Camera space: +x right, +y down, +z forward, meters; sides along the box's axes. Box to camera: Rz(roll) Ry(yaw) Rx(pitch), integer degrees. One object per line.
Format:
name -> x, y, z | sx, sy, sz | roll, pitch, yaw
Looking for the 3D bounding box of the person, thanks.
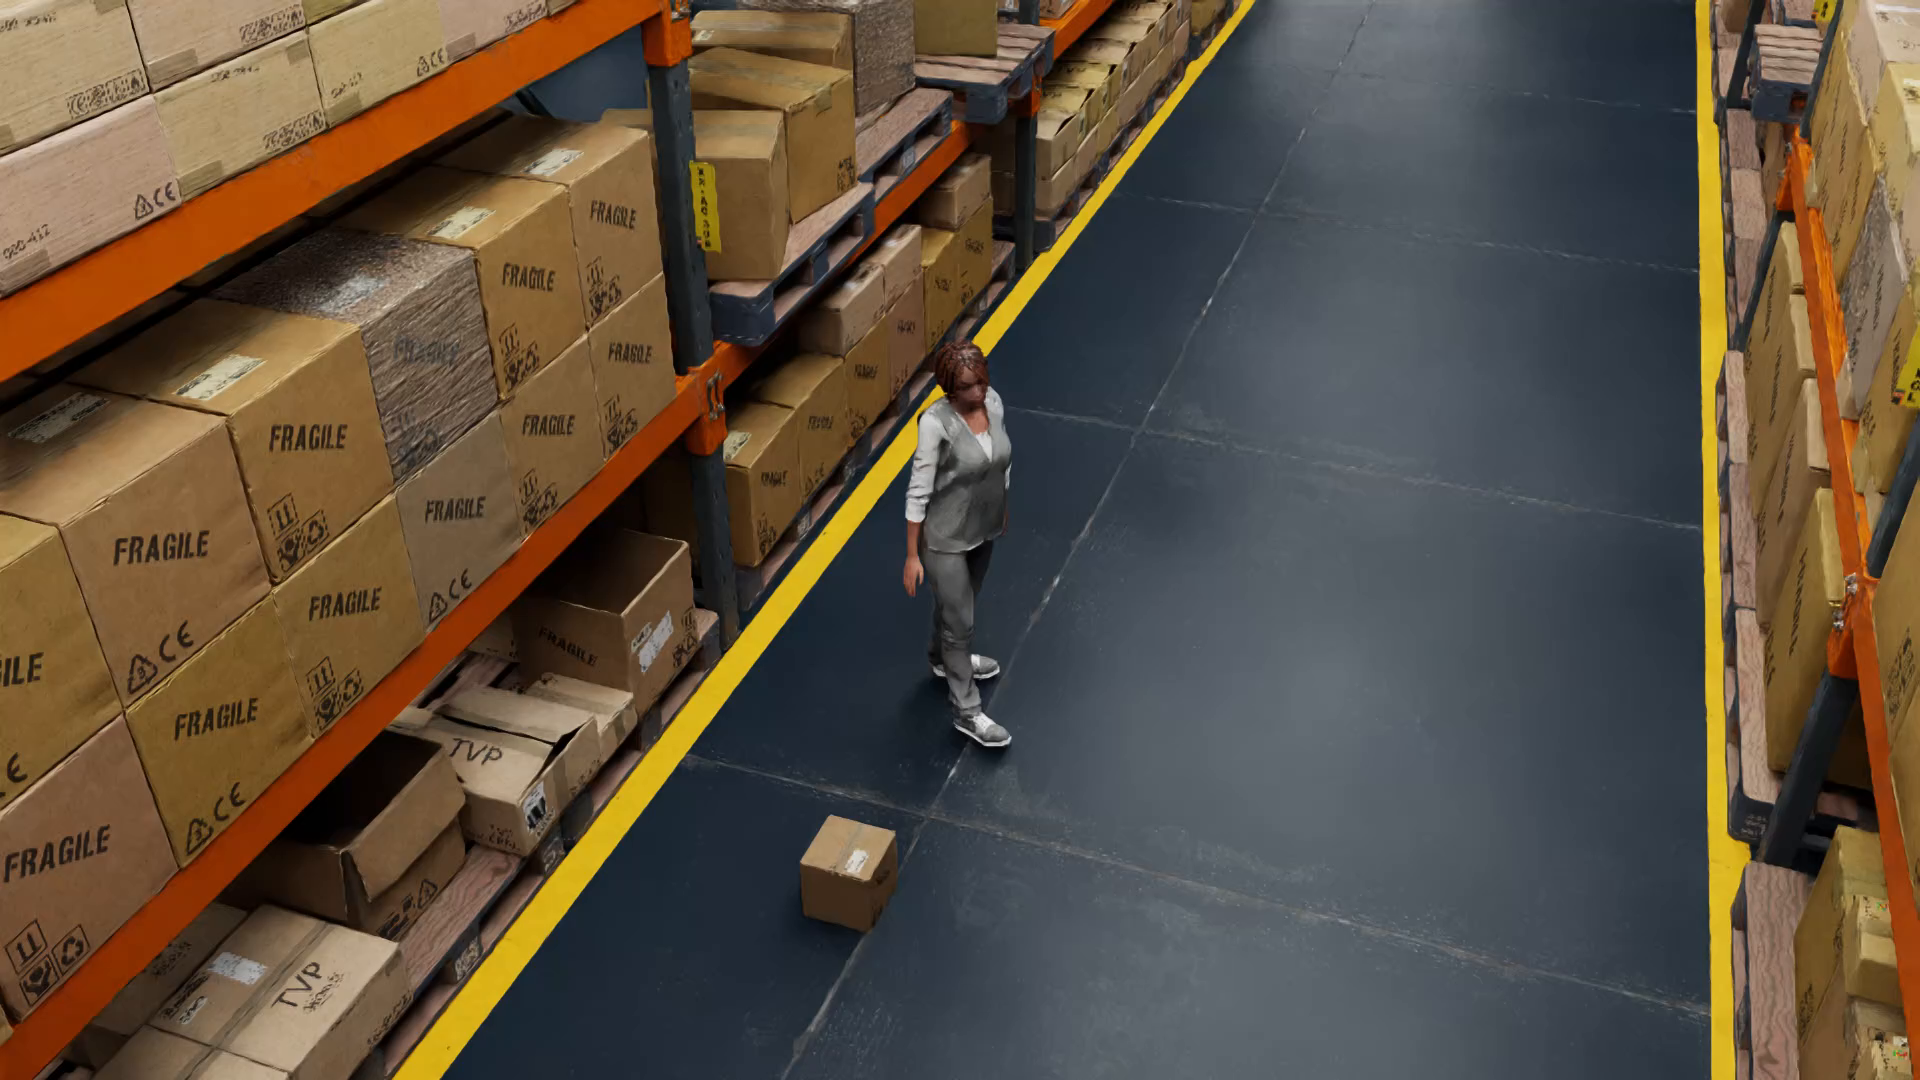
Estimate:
person -> 0.027, 0.012, 6.095 | 0.561, 1.593, 0.592 | 25, 41, 33
